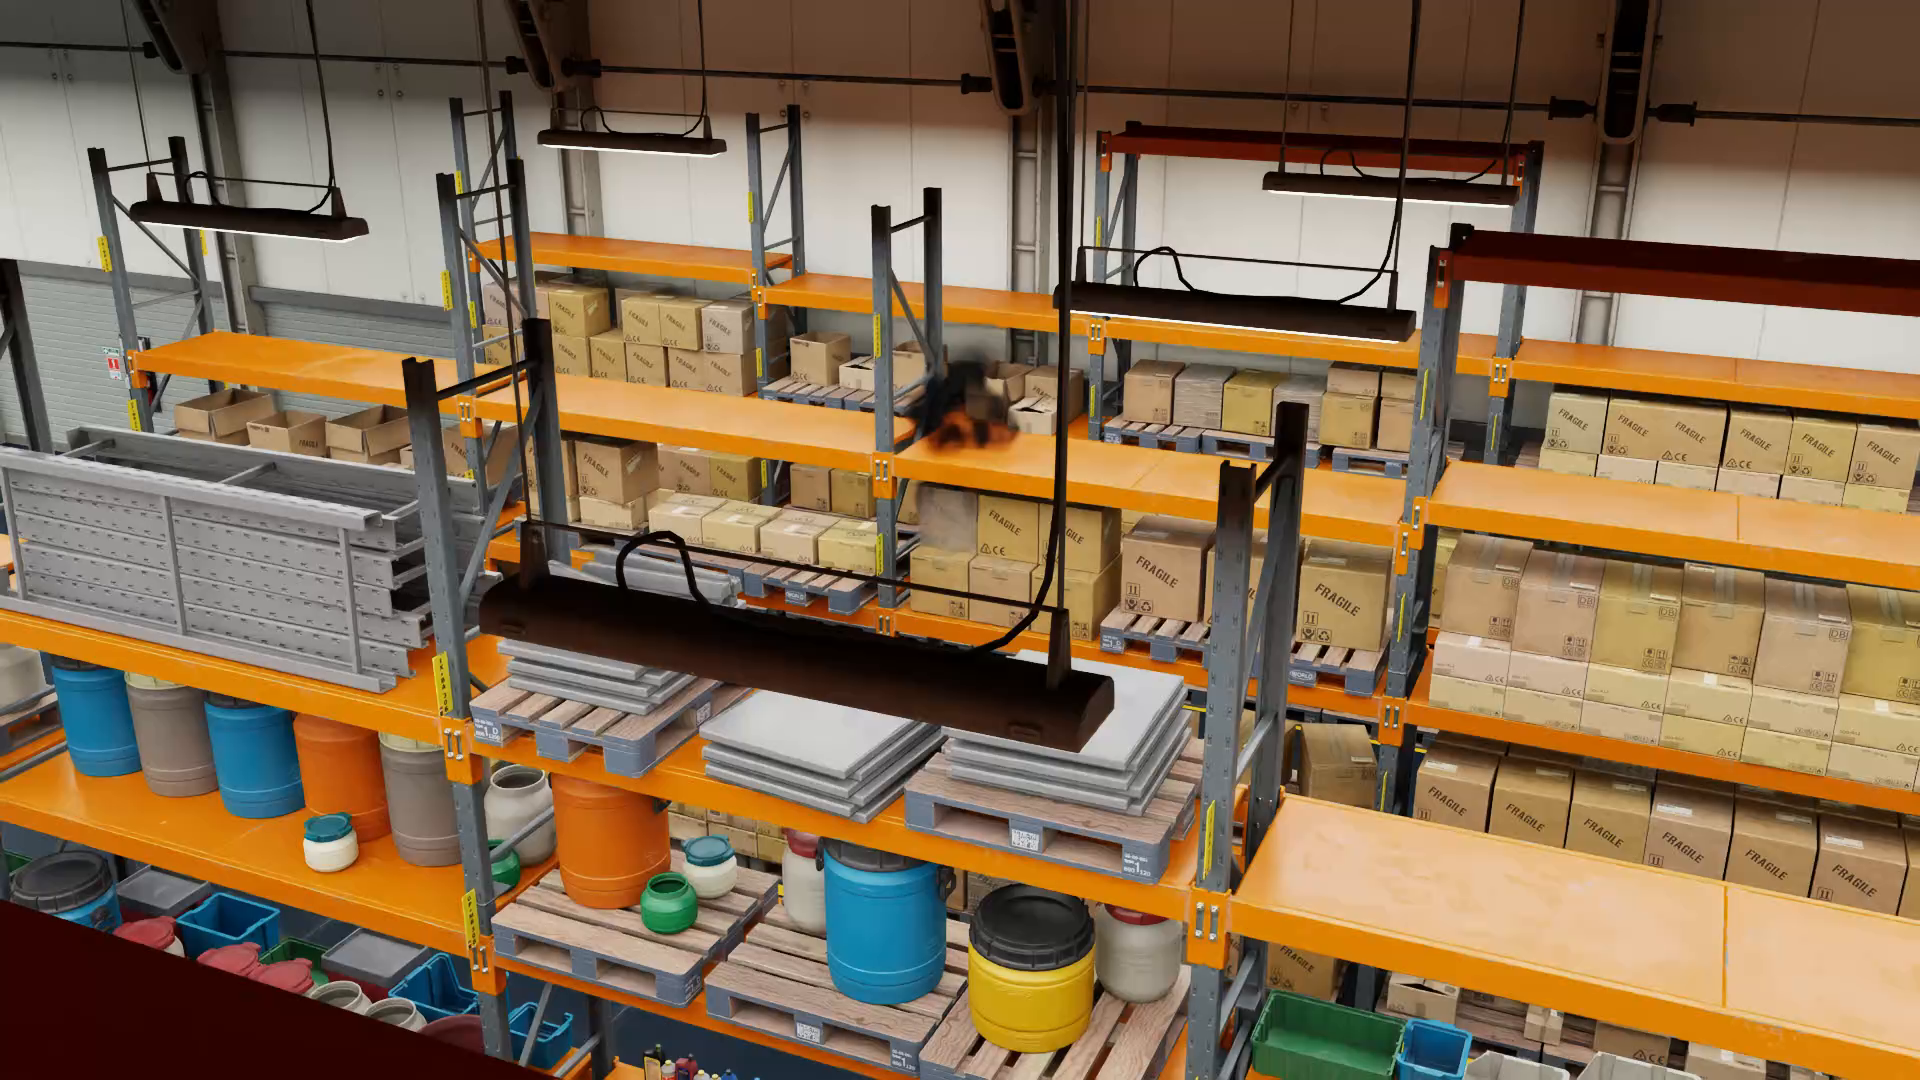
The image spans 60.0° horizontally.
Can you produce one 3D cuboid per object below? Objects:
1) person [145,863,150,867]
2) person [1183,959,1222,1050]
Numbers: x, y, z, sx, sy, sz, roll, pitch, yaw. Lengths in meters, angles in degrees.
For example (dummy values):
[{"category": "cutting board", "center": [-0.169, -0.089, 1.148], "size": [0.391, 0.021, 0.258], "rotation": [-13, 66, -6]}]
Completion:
[{"category": "person", "center": [-6.239, 2.598, 13.342], "size": [0.654, 1.726, 0.721], "rotation": [11, 23, 26]}, {"category": "person", "center": [1.538, 3.454, 11.168], "size": [0.667, 1.685, 0.558], "rotation": [5, 21, 13]}]
